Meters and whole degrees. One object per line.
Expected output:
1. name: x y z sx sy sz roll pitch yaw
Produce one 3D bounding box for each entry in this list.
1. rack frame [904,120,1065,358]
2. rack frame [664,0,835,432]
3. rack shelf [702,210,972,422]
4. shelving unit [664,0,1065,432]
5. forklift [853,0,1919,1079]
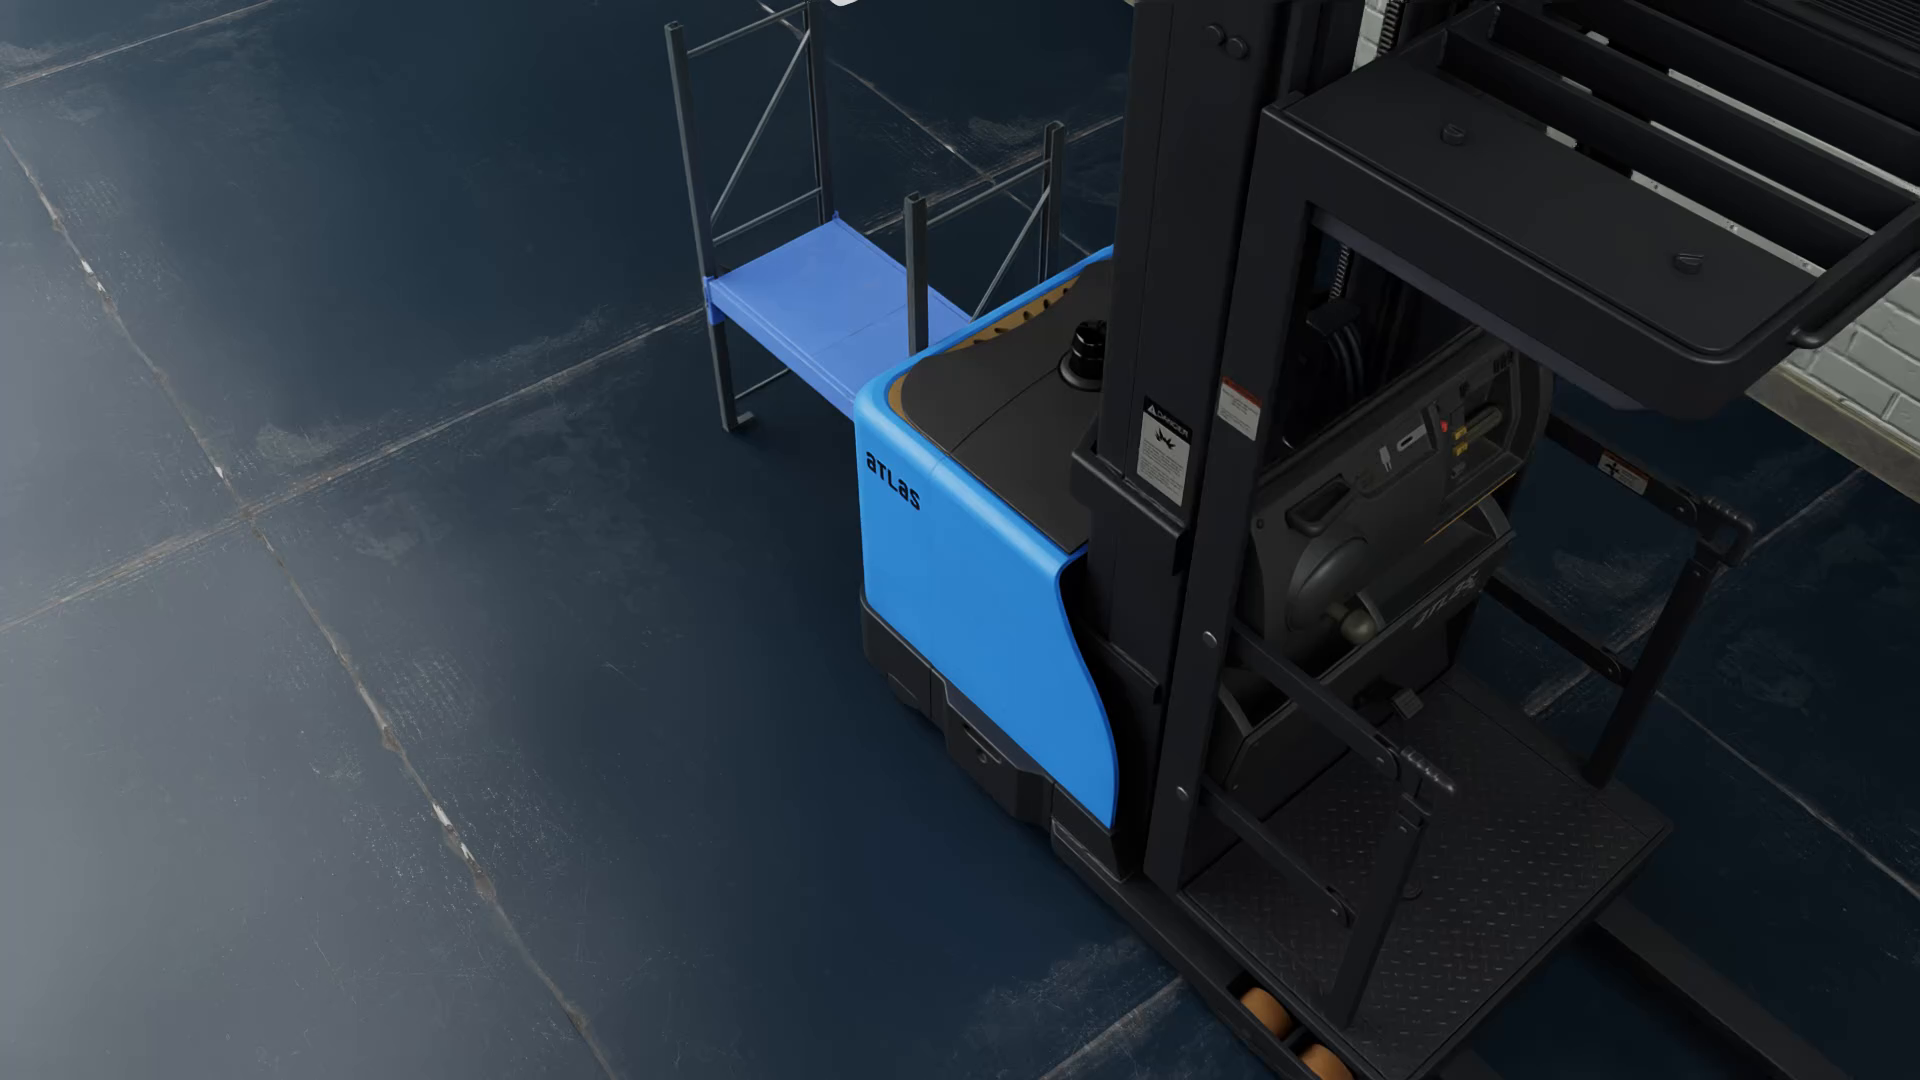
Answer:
1. rack frame: 0.065 -0.424 4.622 0.500 1.500 0.032 -33 56 -26
2. rack frame: -0.599 -0.995 5.139 0.500 1.500 0.032 -33 56 -26
3. rack shelf: -0.267 -0.589 5.014 0.538 0.185 1.000 -33 56 -26
4. shelving unit: -0.267 -0.710 4.881 0.538 1.500 1.048 -33 56 -26
5. forklift: 1.059 -0.042 3.309 1.130 2.935 3.031 -33 56 -26
